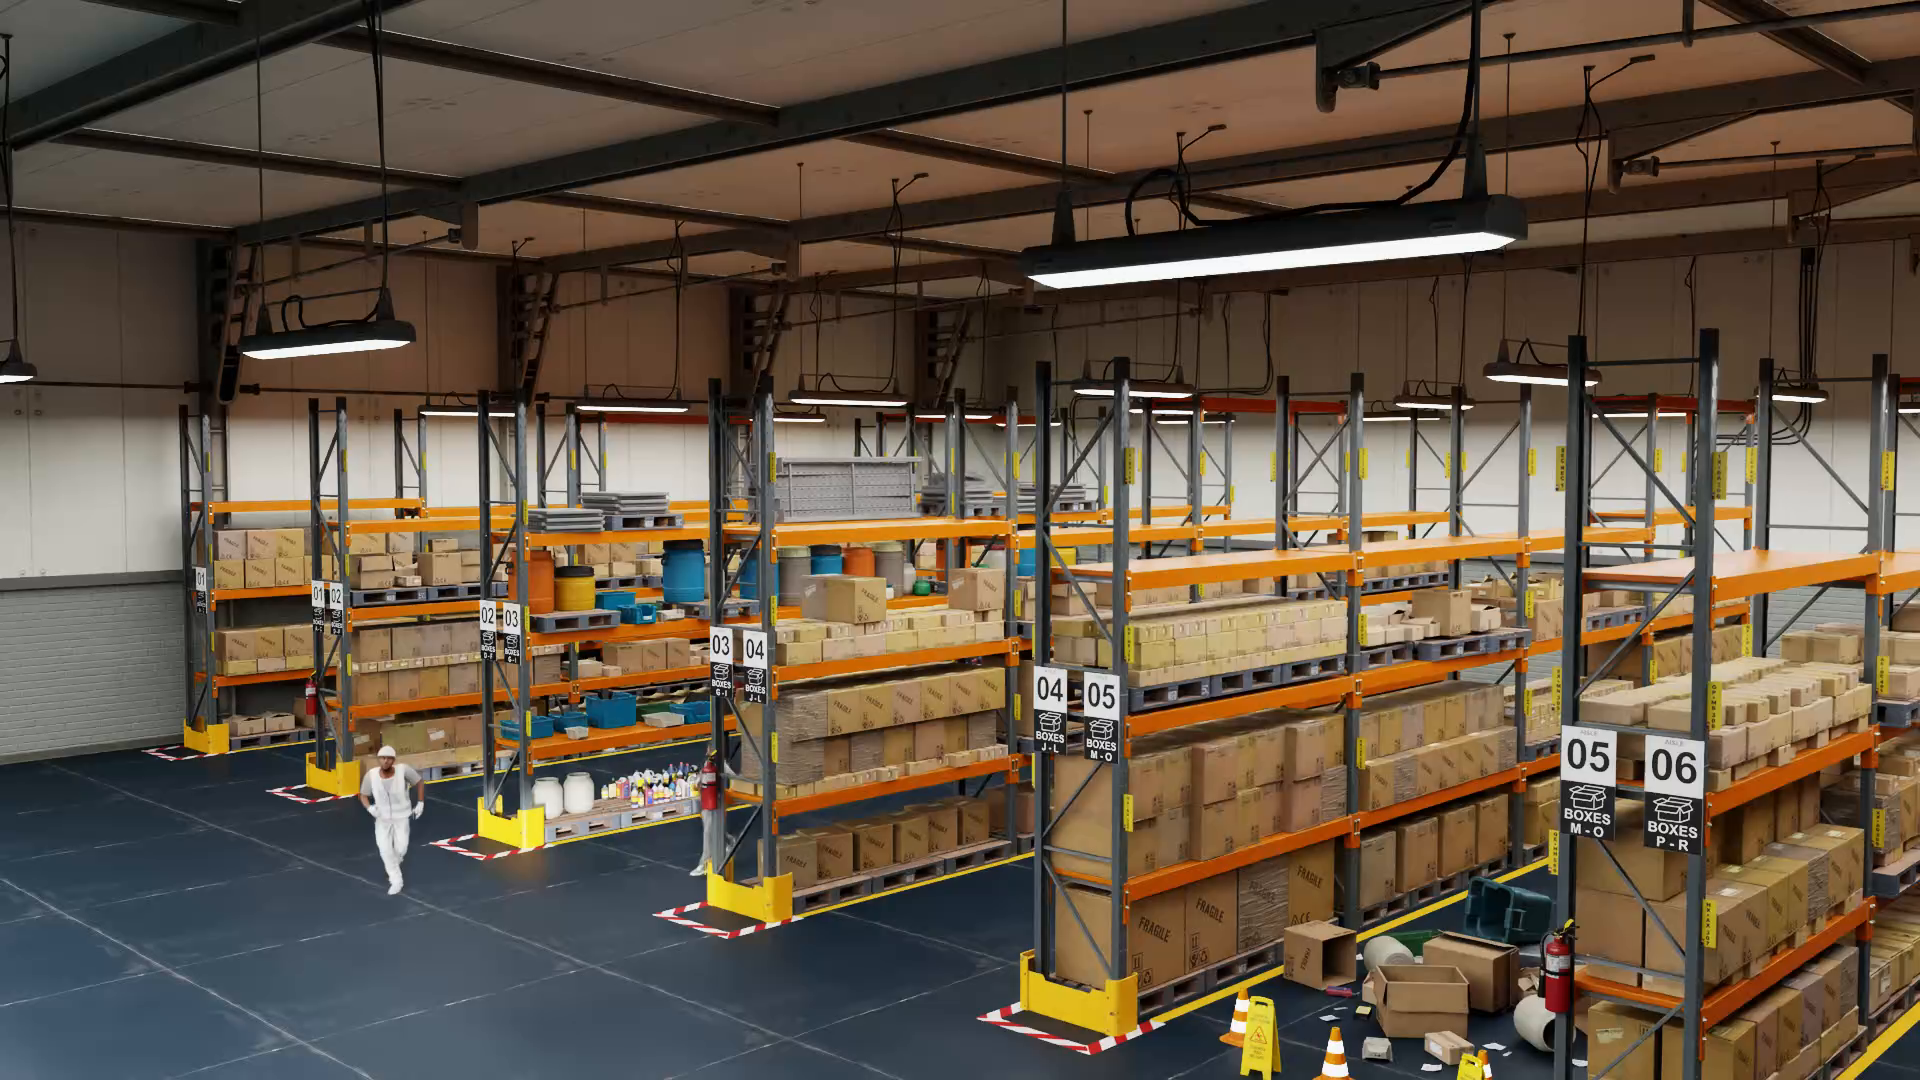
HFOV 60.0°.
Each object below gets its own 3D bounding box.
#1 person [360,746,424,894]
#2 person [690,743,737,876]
[{"bbox_3d":[-6.719,3.280,19.688,0.723,1.733,0.714,-1,3,-14],"label":"person"},{"bbox_3d":[-3.027,3.274,20.496,0.543,1.578,0.882,2,4,35],"label":"person"}]
